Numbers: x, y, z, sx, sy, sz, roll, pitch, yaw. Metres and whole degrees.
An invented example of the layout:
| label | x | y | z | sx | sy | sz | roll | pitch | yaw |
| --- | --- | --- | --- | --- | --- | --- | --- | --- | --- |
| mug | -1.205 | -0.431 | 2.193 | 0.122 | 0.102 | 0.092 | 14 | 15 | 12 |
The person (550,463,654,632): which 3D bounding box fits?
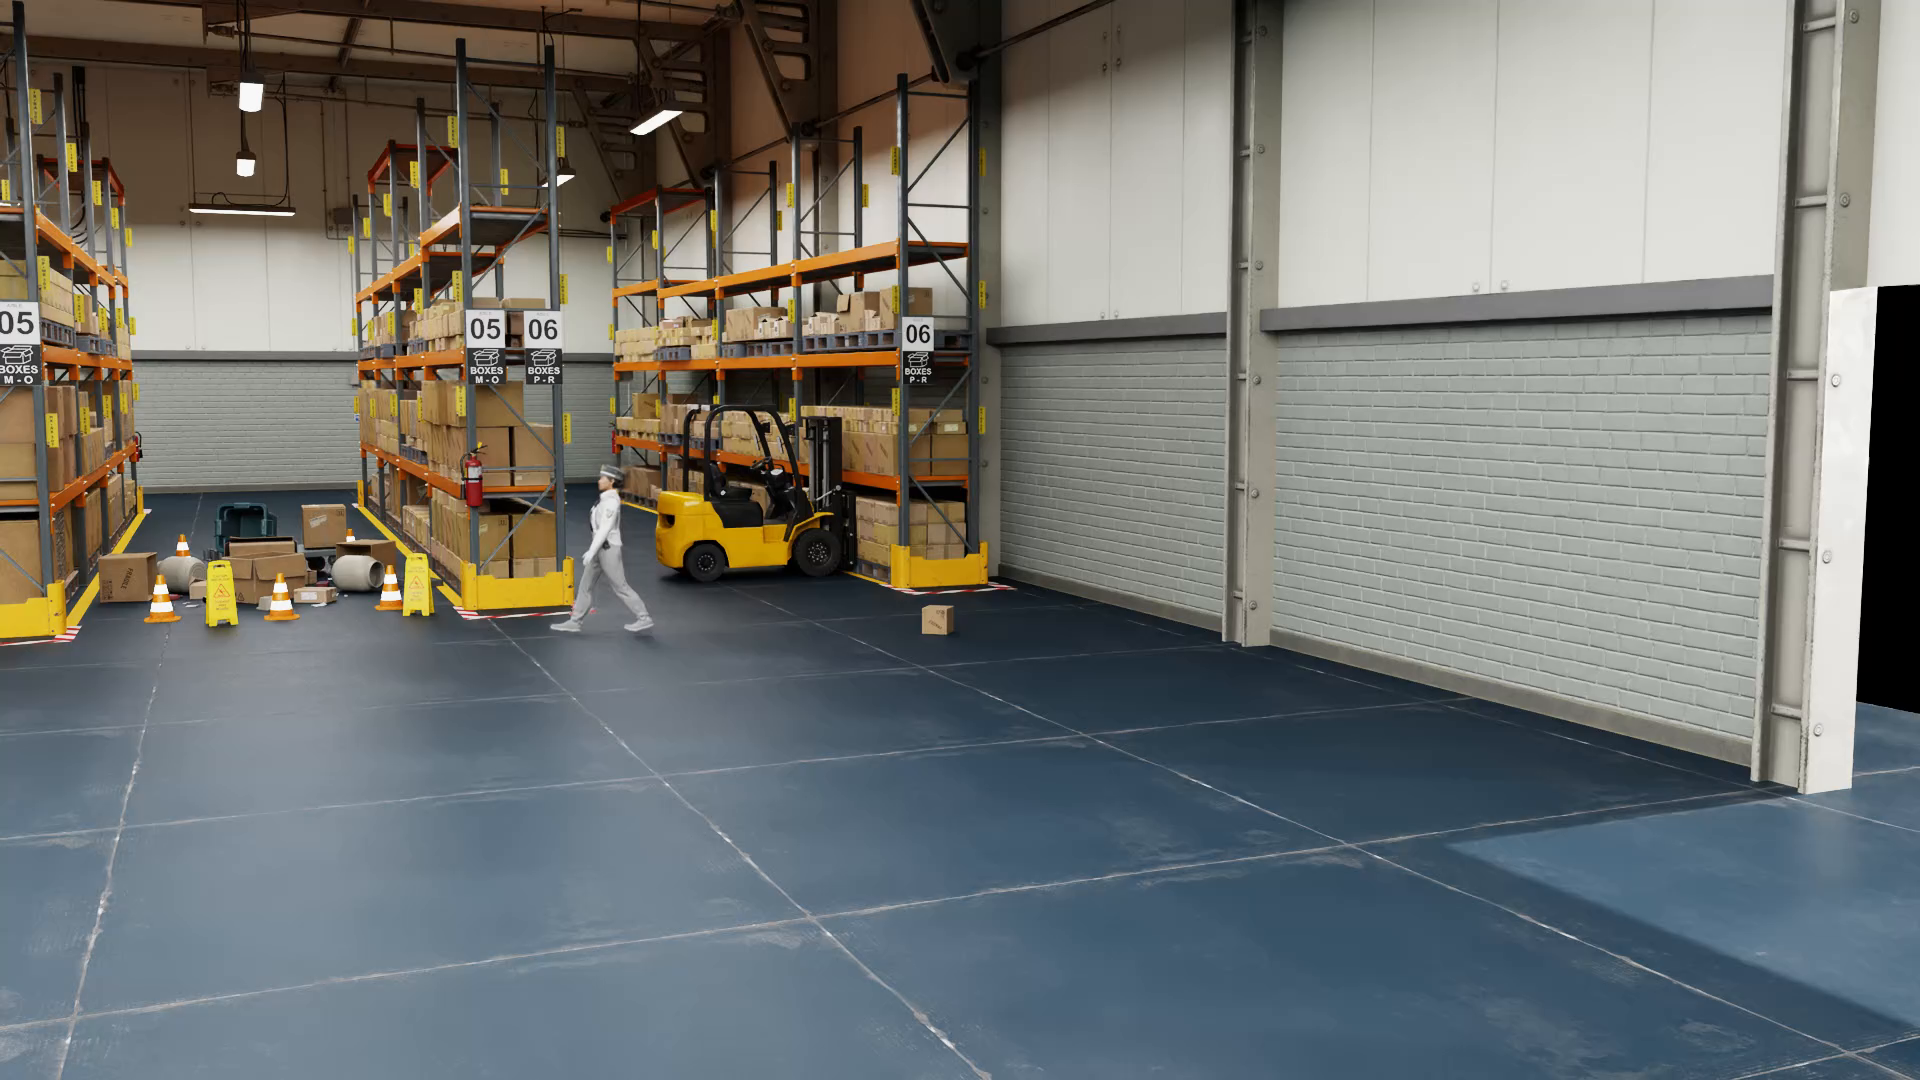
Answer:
| label | x | y | z | sx | sy | sz | roll | pitch | yaw |
| --- | --- | --- | --- | --- | --- | --- | --- | --- | --- |
| person | -3.450 | 0.081 | 15.967 | 0.970 | 1.635 | 0.512 | -1 | 6 | -15 |
